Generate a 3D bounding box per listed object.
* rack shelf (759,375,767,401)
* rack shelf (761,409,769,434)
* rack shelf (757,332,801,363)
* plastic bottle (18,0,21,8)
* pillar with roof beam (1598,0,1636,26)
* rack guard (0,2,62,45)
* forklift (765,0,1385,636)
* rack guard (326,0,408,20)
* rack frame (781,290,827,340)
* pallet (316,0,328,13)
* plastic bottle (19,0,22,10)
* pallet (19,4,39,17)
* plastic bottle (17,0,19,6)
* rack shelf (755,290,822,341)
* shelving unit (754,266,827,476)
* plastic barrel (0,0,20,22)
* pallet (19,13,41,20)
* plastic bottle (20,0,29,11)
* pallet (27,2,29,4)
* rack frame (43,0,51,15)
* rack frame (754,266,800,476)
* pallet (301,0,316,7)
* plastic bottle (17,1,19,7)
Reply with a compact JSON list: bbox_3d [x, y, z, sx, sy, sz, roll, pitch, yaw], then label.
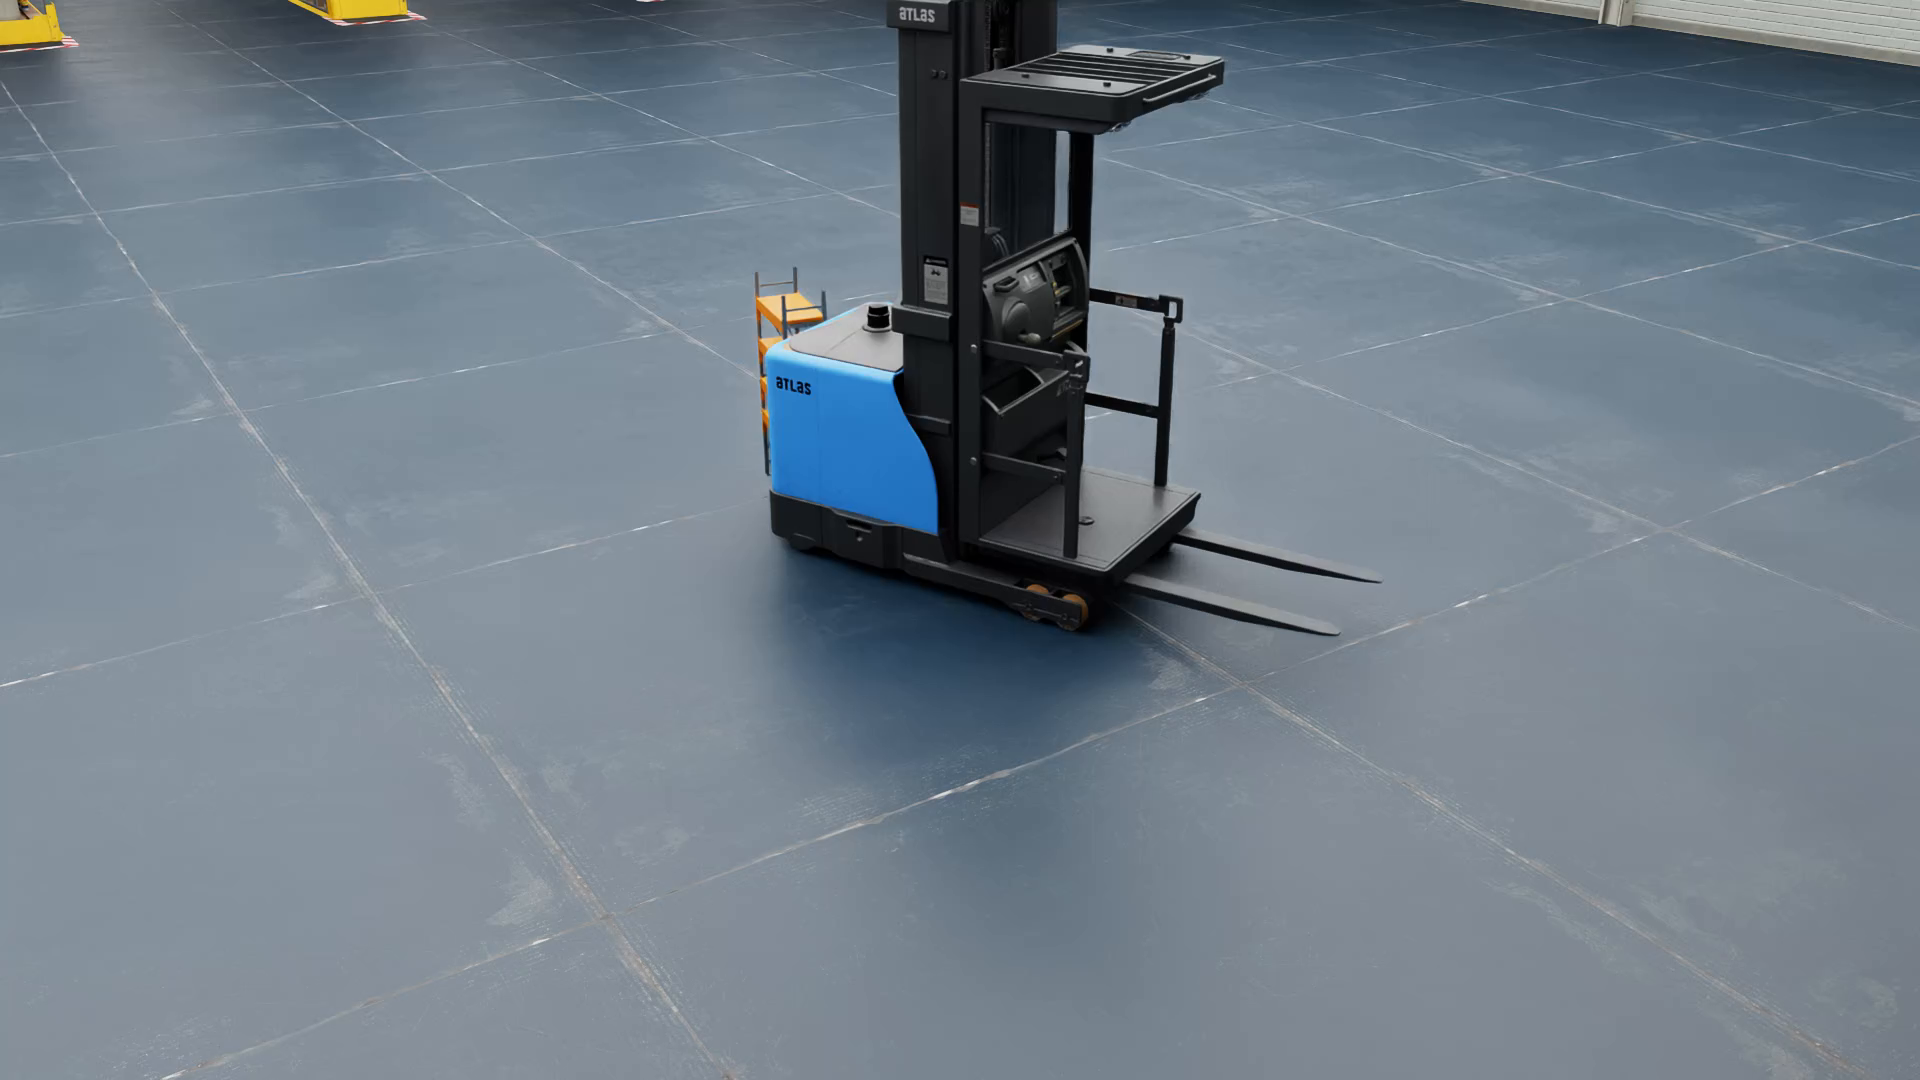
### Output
[{"bbox_3d":[-0.910,-0.778,9.149,0.258,0.148,0.480,-10,27,-21],"label":"rack shelf"},{"bbox_3d":[-0.910,-0.598,9.234,0.258,0.148,0.480,-10,27,-21],"label":"rack shelf"},{"bbox_3d":[-0.910,-0.980,9.054,0.258,0.148,0.480,-10,27,-21],"label":"rack shelf"},{"bbox_3d":[-14.396,-8.297,25.492,0.097,0.271,0.097,0,25,0],"label":"plastic bottle"},{"bbox_3d":[6.448,-10.986,21.481,9.100,9.000,0.400,-16,29,-30],"label":"pillar with roof beam"},{"bbox_3d":[-13.561,-7.374,23.784,1.175,0.500,0.348,-16,29,-30],"label":"rack guard"},{"bbox_3d":[0.542,-1.159,7.772,3.031,2.935,1.130,14,29,28],"label":"forklift"},{"bbox_3d":[-9.372,-8.539,26.253,1.175,0.500,0.348,-16,29,-30],"label":"rack guard"},{"bbox_3d":[-0.815,-0.743,8.917,0.240,1.200,0.015,-10,27,-21],"label":"rack frame"},{"bbox_3d":[-9.786,-8.707,26.947,1.003,0.211,1.213,-16,29,-30],"label":"pallet"},{"bbox_3d":[-14.266,-8.180,25.326,0.097,0.201,0.097,0,25,0],"label":"plastic bottle"},{"bbox_3d":[-14.662,-7.971,25.388,1.003,0.211,1.213,-16,29,-30],"label":"pallet"},{"bbox_3d":[-14.451,-8.333,25.568,0.097,0.271,0.097,0,25,0],"label":"plastic bottle"},{"bbox_3d":[-0.910,-1.194,8.953,0.258,0.148,0.480,-10,27,-21],"label":"rack shelf"},{"bbox_3d":[-0.910,-0.839,9.121,0.258,1.200,0.503,-10,27,-21],"label":"shelving unit"},{"bbox_3d":[-13.904,-7.770,24.119,0.421,0.512,0.421,0,25,0],"label":"plastic barrel"},{"bbox_3d":[-14.000,-7.535,24.464,1.003,0.211,1.213,-16,29,-30],"label":"pallet"},{"bbox_3d":[-14.209,-8.174,25.233,0.097,0.271,0.097,0,25,0],"label":"plastic bottle"},{"bbox_3d":[-15.332,-8.408,26.313,1.003,0.211,1.213,-16,29,-30],"label":"pallet"},{"bbox_3d":[-13.480,-8.488,23.216,1.000,3.000,0.127,-16,29,-30],"label":"rack frame"},{"bbox_3d":[-1.005,-0.935,9.324,0.240,1.200,0.015,-10,27,-21],"label":"rack frame"},{"bbox_3d":[-10.448,-9.143,27.871,1.003,0.211,1.213,-16,29,-30],"label":"pallet"},{"bbox_3d":[-14.505,-8.336,25.658,0.097,0.201,0.097,0,25,0],"label":"plastic bottle"}]
